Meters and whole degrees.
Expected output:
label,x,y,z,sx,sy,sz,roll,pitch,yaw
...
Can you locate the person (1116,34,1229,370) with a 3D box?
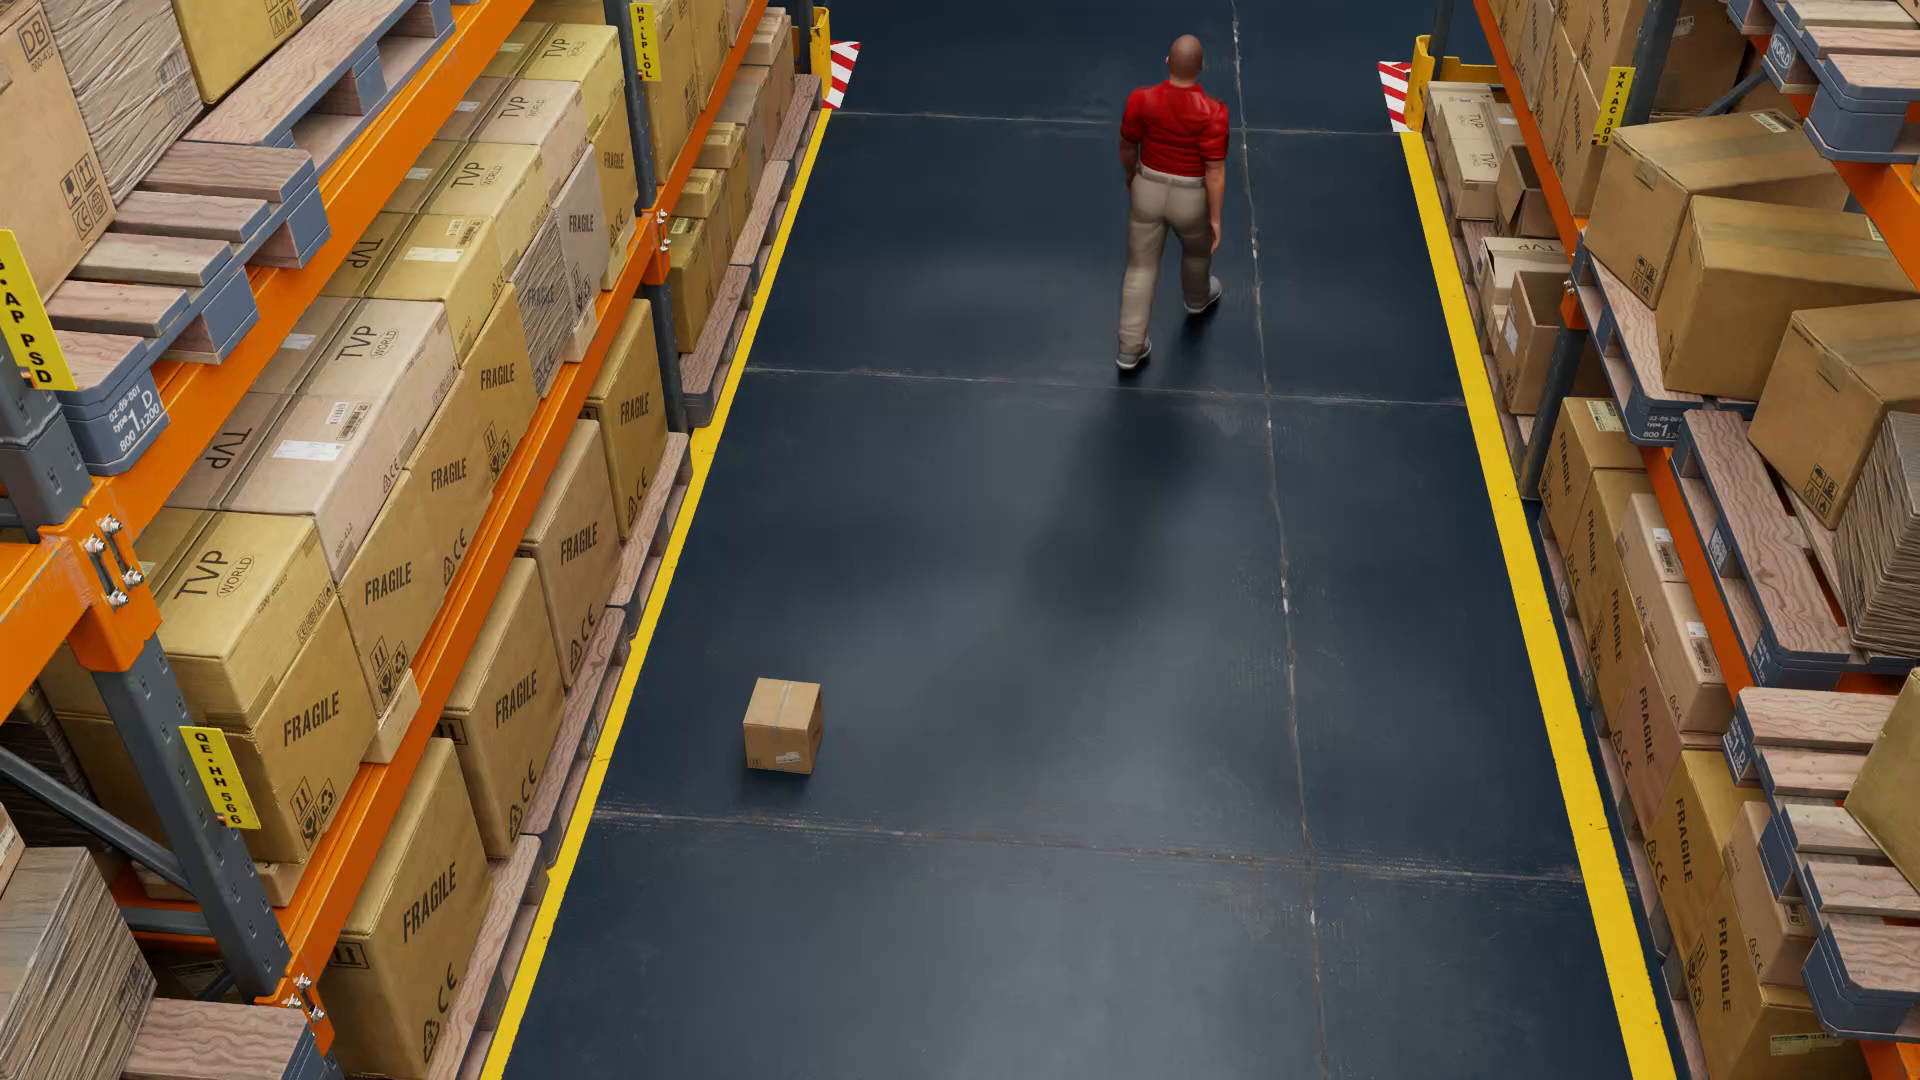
label,x,y,z,sx,sy,sz,roll,pitch,yaw
person,1.076,-1.764,8.273,0.576,1.667,0.983,12,41,14
